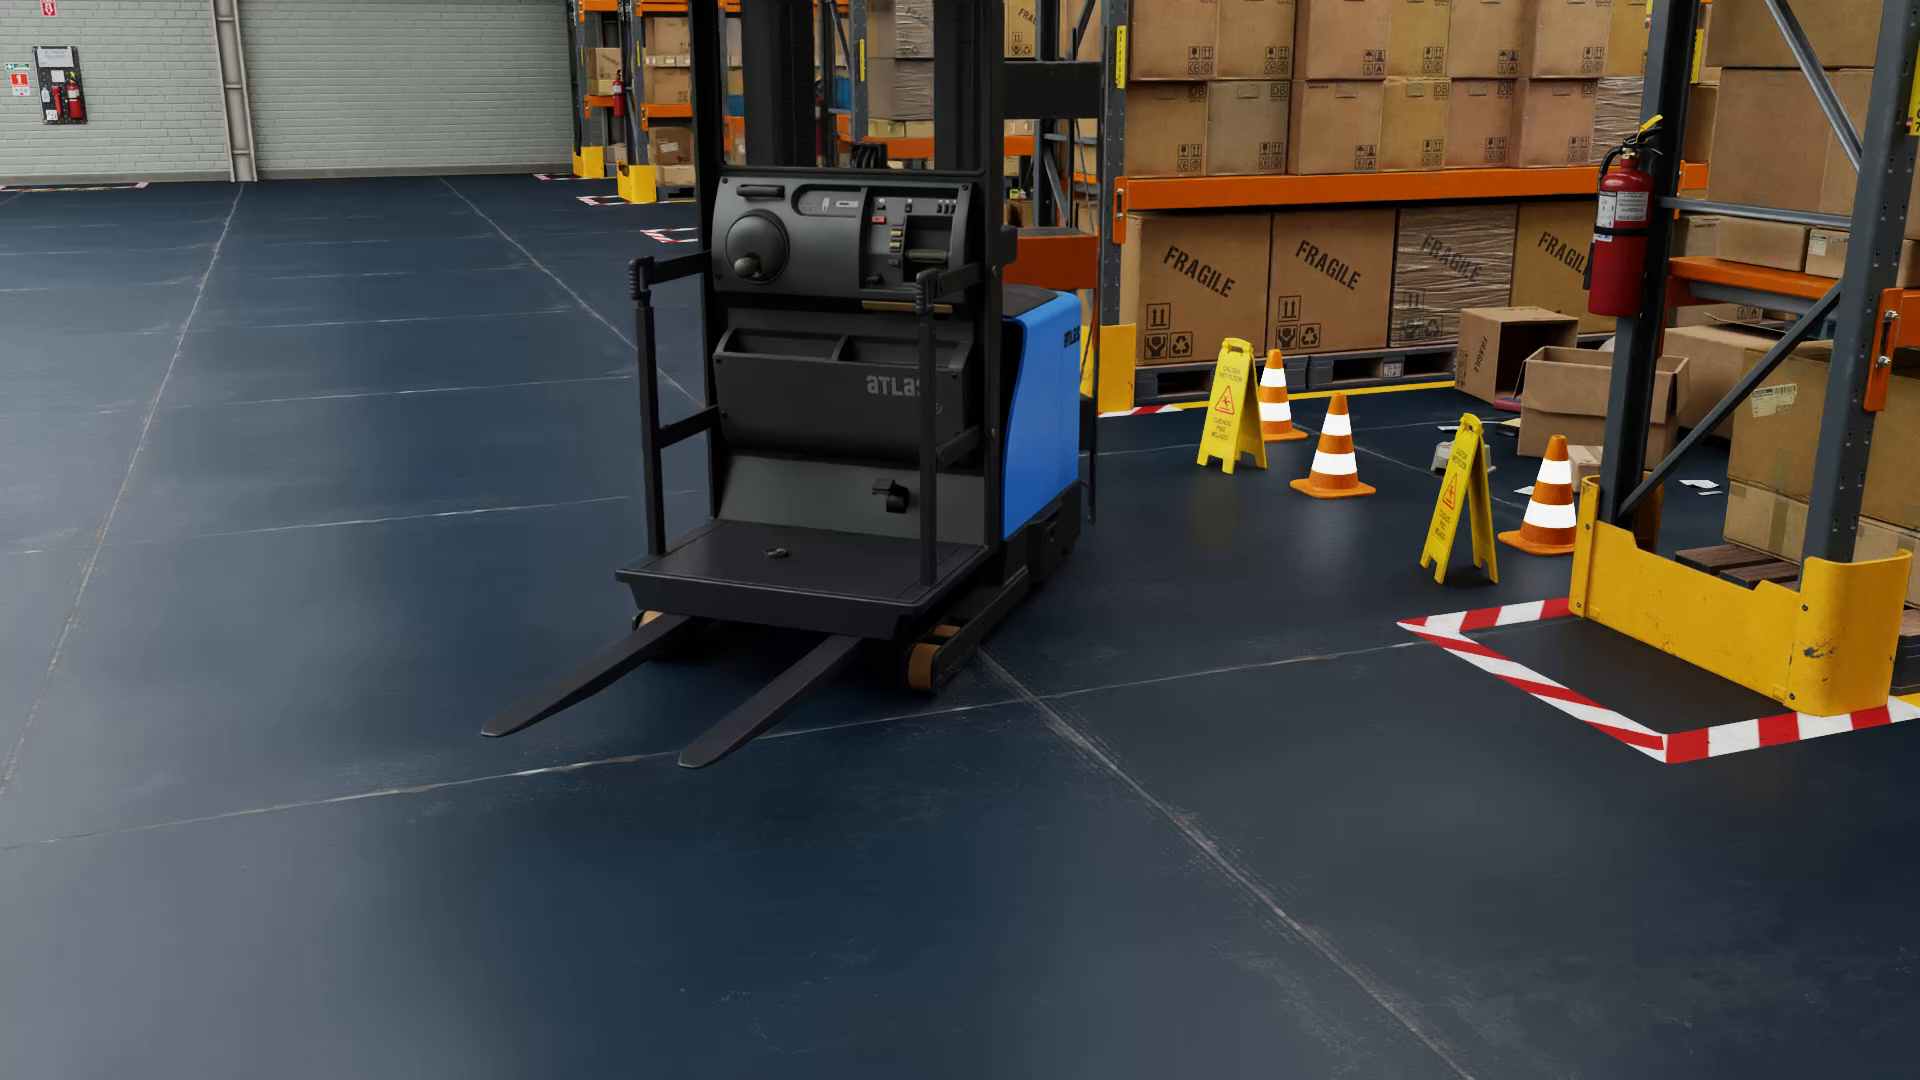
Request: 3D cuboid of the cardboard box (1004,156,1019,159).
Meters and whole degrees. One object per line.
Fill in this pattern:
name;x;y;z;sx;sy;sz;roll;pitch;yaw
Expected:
cardboard box;0.626;-5.889;24.969;0.500;0.311;0.500;-7;18;-22

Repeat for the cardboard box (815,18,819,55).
cardboard box;-2.152;-7.183;23.754;0.500;0.500;0.700;-6;17;-20

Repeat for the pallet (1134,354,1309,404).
pallet;1.404;-1.098;10.463;1.213;0.211;1.003;-6;17;-20

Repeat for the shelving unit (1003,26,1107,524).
shelving unit;0.301;-1.115;7.169;0.503;2.100;0.431;-5;17;-15

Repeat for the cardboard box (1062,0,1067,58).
cardboard box;1.017;-4.456;14.468;0.500;0.500;0.500;-6;17;-20

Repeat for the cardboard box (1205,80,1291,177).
cardboard box;1.522;-2.517;10.081;0.550;0.550;0.875;-6;17;-20

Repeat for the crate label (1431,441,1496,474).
crate label;2.488;-0.405;8.236;0.250;0.136;0.298;13;21;37

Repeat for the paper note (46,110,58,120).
paper note;-14.082;-6.592;25.785;0.142;0.148;0.016;-6;17;-20

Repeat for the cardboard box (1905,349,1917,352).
cardboard box;3.692;-0.488;6.239;0.500;0.500;0.500;-5;17;-18

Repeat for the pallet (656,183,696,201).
pallet;-3.837;-5.007;23.774;1.213;0.211;1.003;-6;17;-20

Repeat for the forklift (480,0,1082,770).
forklift;-0.476;-1.036;5.425;1.130;2.935;3.031;6;17;19

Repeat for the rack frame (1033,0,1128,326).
rack frame;0.686;-2.335;9.726;0.127;3.000;1.000;-6;17;-20

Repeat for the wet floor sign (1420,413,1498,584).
wet floor sign;1.991;-0.176;6.551;0.232;0.644;0.267;0;16;-1

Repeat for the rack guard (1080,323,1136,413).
rack guard;0.663;-1.133;10.070;0.348;0.500;1.175;-6;17;-20

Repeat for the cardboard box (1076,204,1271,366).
cardboard box;1.295;-1.603;10.258;0.875;0.875;0.875;-6;17;-20

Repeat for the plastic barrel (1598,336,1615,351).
plastic barrel;3.910;-0.984;9.698;0.421;0.421;0.512;6;17;18

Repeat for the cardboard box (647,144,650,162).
cardboard box;-5.101;-6.584;28.188;0.500;0.311;0.500;-5;17;-15

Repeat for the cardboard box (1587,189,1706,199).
cardboard box;7.127;-3.703;17.410;0.875;0.875;1.225;-7;18;-23

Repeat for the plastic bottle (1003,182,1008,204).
plastic bottle;0.470;-4.156;19.847;0.185;0.351;0.144;-7;18;-22

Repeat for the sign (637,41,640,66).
sign;-4.343;-6.564;22.449;0.005;0.325;0.100;-6;17;-20

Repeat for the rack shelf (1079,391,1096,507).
rack shelf;0.301;-0.431;7.370;0.480;0.518;0.431;-5;17;-15

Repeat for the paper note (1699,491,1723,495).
paper note;3.538;-0.222;7.836;0.123;0.001;0.032;-6;17;-20

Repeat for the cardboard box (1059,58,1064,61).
cardboard box;0.906;-4.057;14.886;0.500;0.500;0.875;-6;17;-20

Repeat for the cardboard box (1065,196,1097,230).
cardboard box;1.269;-2.883;15.282;0.500;0.500;0.500;-8;18;-25

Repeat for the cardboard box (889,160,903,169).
cardboard box;-1.156;-5.438;24.428;0.500;0.250;0.500;-6;17;-20

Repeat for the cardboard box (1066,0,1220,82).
cardboard box;1.046;-2.952;9.645;0.550;0.550;0.875;-6;17;-20

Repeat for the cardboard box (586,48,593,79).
cardboard box;-5.948;-7.961;27.783;0.500;0.500;0.500;-6;18;-21

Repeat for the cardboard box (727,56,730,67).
cardboard box;-3.377;-6.676;23.180;0.250;0.149;0.380;-6;18;-21

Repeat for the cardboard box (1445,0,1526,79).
cardboard box;3.039;-3.196;10.475;0.550;0.550;0.875;-6;17;-20

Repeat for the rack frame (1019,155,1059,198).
rack frame;0.968;-5.357;20.015;0.127;3.000;1.000;-6;17;-20

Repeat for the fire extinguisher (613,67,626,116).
fire extinguisher;-4.813;-6.330;23.468;0.183;0.674;0.296;-6;17;-20

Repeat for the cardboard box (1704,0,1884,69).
cardboard box;2.950;-1.822;5.500;0.500;0.500;0.700;-7;18;-21

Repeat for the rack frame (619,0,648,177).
rack frame;-4.536;-6.257;23.081;0.127;3.000;1.000;-6;17;-20

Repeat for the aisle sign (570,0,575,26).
aisle sign;-6.272;-8.721;26.859;0.004;0.787;0.394;-6;17;-20

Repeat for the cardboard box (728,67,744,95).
cardboard box;-3.141;-6.451;23.566;0.500;0.500;0.700;-6;17;-20

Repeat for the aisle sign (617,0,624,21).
aisle sign;-4.702;-7.575;22.956;0.004;0.787;0.394;-6;17;-20

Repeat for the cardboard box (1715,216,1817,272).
cardboard box;2.824;-1.016;5.681;0.250;0.149;0.380;-6;17;-18

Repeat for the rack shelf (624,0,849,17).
rack shelf;-2.668;-7.553;23.447;4.000;0.370;1.077;-6;17;-20

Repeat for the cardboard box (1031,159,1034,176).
cardboard box;1.100;-5.673;25.228;0.500;0.250;0.500;-6;17;-19

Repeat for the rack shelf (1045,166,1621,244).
rack shelf;2.553;-2.191;10.514;4.000;0.370;1.077;-6;17;-20

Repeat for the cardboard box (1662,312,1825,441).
cardboard box;4.156;-0.850;8.858;0.503;0.637;0.797;-6;17;-20

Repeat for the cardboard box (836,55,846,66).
cardboard box;-1.698;-6.857;23.798;0.250;0.149;0.380;-6;17;-20

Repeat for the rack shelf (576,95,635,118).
rack shelf;-4.444;-7.416;28.306;4.000;0.370;1.077;-6;17;-20

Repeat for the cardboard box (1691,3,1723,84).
cardboard box;4.882;-3.318;11.120;0.500;0.500;0.700;-6;18;-21

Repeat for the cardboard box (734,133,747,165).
cardboard box;-3.027;-5.599;23.645;0.500;0.500;0.500;-6;17;-20

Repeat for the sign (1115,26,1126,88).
sign;0.879;-2.642;9.093;0.005;0.325;0.100;-6;17;-20

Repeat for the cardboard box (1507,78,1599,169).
cardboard box;3.575;-2.708;10.732;0.550;0.550;0.875;-6;17;-20

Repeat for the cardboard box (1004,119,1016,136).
cardboard box;0.298;-3.591;14.449;0.250;0.149;0.380;-6;17;-20
